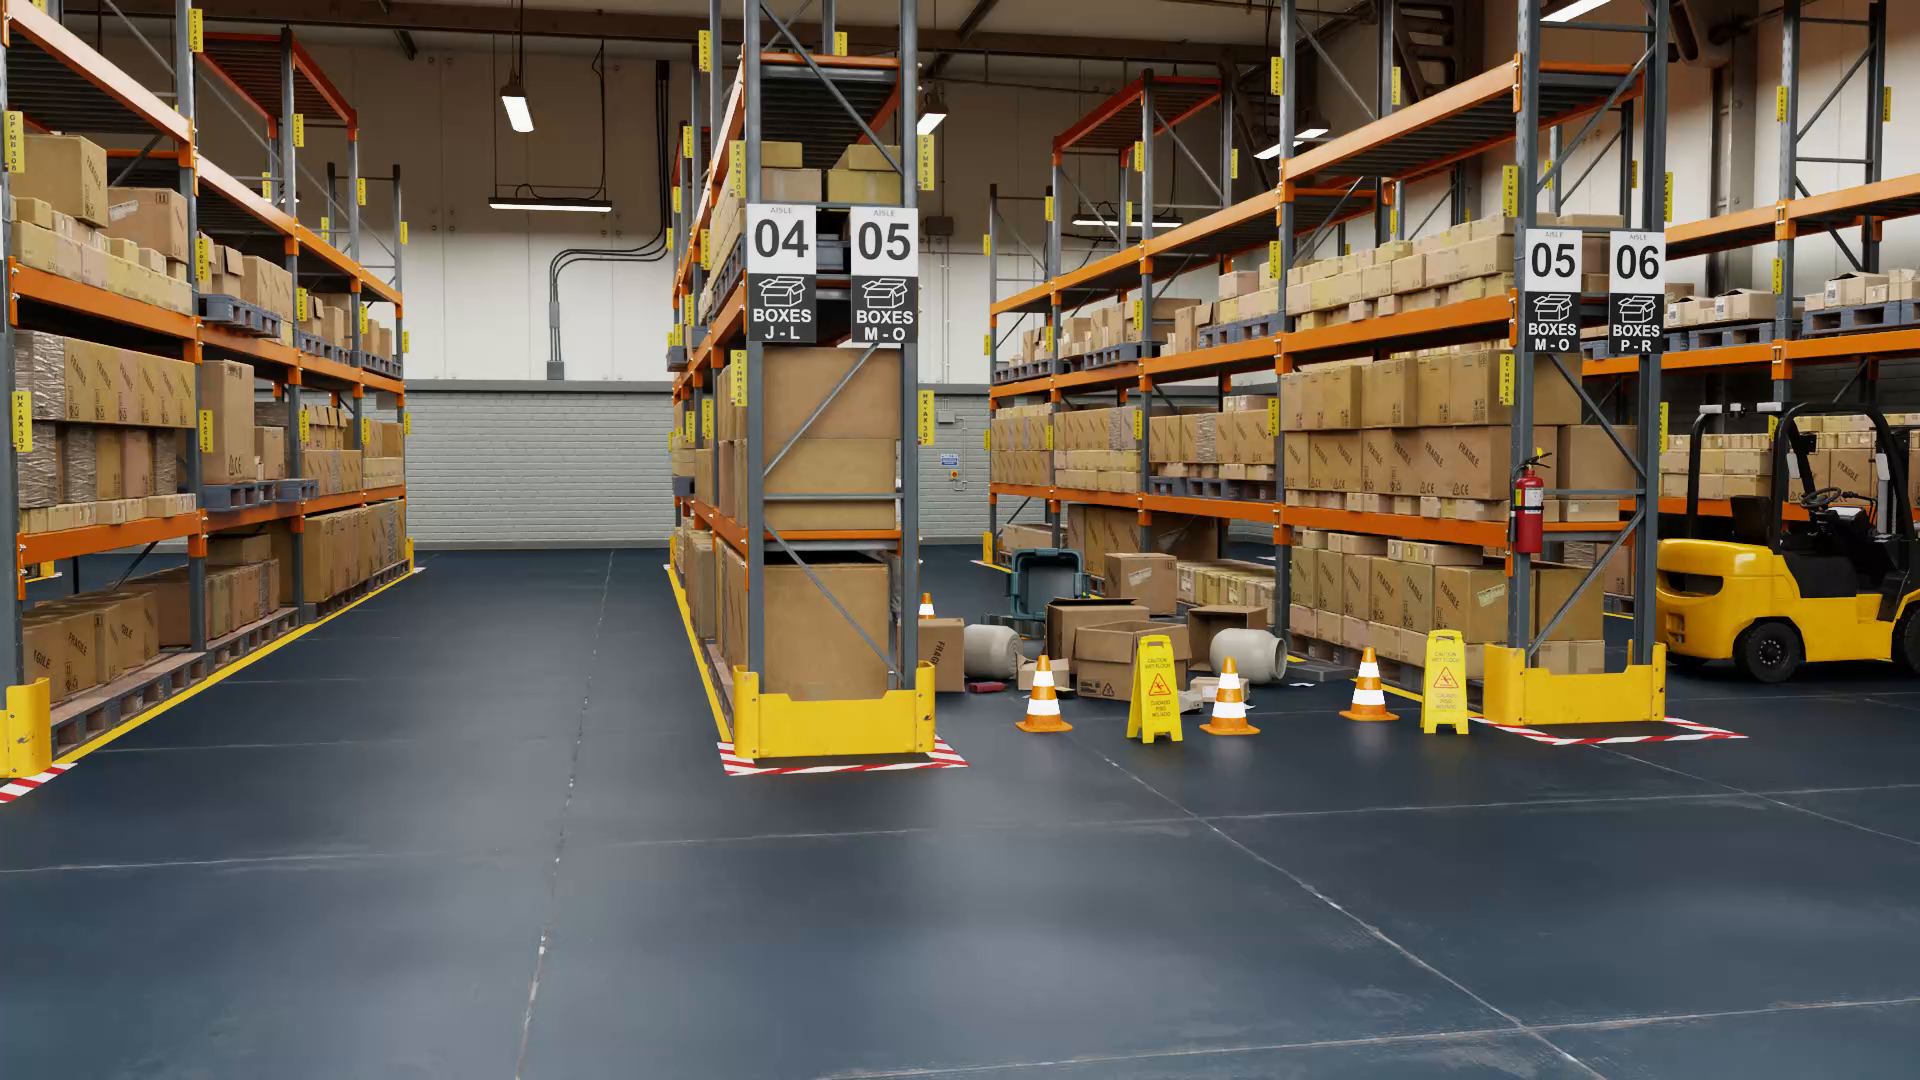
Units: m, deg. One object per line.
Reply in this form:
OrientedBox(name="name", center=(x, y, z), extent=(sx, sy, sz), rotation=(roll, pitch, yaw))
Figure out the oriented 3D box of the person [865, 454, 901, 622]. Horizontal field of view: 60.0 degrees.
OrientedBox(name="person", center=(-0.761, -0.029, 17.358), extent=(0.533, 1.770, 0.491), rotation=(-1, 3, -12))
